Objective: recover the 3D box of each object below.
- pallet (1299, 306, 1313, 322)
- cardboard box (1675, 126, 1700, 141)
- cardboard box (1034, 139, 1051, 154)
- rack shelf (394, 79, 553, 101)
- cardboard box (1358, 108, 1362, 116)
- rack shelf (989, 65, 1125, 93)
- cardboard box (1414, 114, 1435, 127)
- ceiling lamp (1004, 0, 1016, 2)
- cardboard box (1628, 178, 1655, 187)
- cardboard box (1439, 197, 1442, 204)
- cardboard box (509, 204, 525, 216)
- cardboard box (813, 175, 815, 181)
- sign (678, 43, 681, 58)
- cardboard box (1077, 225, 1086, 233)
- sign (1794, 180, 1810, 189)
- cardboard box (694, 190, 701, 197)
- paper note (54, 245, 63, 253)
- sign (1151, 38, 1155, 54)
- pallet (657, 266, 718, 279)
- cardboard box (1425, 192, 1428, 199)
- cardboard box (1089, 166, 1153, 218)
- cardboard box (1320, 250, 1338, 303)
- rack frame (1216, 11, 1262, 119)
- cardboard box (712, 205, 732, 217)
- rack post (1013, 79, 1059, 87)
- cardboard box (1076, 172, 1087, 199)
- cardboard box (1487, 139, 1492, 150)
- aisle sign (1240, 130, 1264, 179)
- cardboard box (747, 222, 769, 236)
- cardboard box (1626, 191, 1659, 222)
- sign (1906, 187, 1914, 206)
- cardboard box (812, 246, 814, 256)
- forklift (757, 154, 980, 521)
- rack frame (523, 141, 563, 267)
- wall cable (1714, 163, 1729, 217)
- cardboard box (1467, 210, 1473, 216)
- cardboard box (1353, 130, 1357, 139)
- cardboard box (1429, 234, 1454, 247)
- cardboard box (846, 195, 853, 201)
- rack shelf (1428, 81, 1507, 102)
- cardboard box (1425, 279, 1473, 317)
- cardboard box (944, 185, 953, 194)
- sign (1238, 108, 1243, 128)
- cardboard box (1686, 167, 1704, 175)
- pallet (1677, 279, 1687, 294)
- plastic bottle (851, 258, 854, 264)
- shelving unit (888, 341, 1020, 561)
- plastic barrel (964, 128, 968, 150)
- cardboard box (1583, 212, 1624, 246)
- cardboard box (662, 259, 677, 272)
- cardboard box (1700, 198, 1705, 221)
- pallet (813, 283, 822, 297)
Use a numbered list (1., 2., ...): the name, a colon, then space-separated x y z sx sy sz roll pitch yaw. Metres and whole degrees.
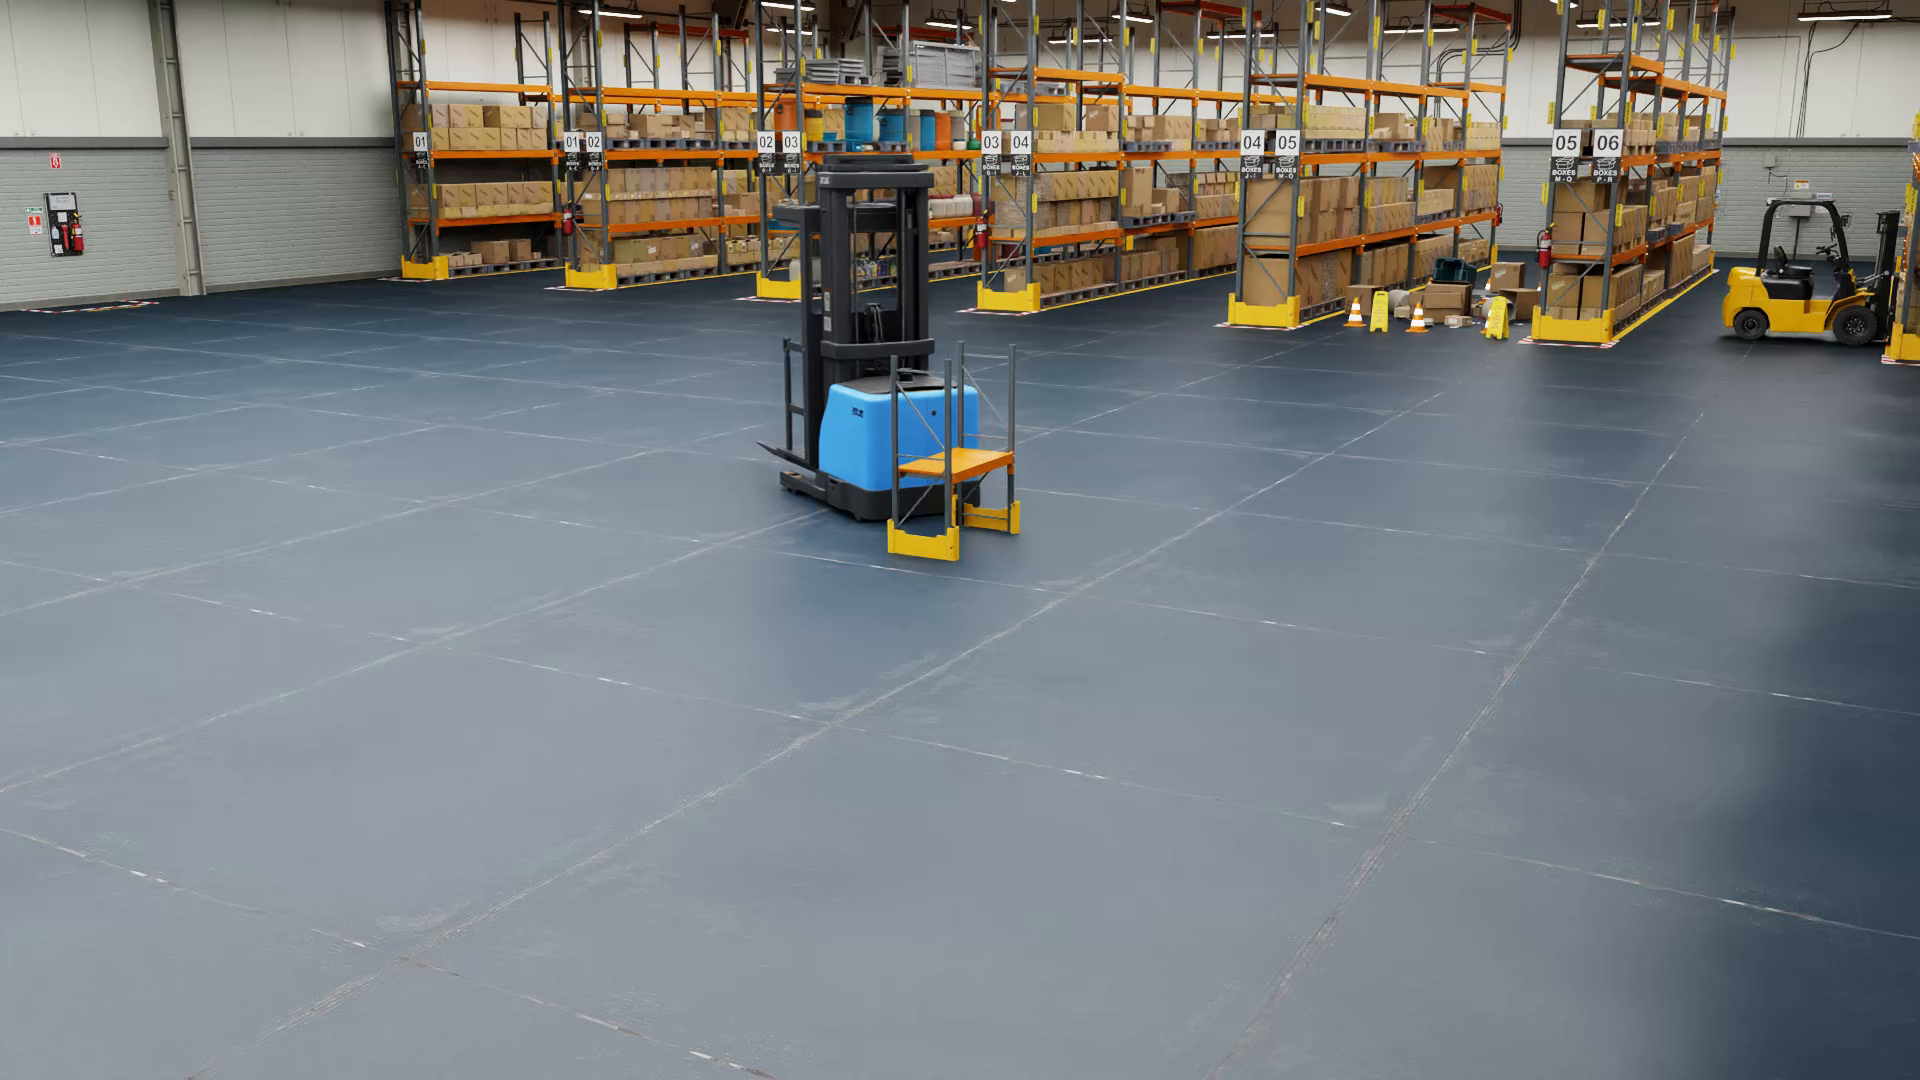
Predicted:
1. pallet: 5.472 -3.938 28.919 1.003 0.211 1.213 7 15 28
2. cardboard box: 15.094 -8.457 34.608 0.500 0.311 0.500 7 15 28
3. cardboard box: 1.320 -7.159 30.247 0.500 0.250 0.500 8 16 30
4. rack shelf: -11.181 -10.363 38.360 1.077 0.370 4.000 7 15 28
5. cardboard box: 7.067 -7.755 30.127 0.380 0.149 0.250 7 15 28
6. rack shelf: 1.827 -8.679 31.376 1.077 0.370 4.000 7 15 28
7. cardboard box: 9.796 -8.856 35.120 0.396 0.266 0.258 7 15 28
8. ceiling lamp: 0.843 -12.495 33.207 0.800 3.185 2.000 7 15 28
9. cardboard box: 13.424 -6.893 32.877 0.500 0.500 0.500 7 15 27
10. cardboard box: 10.431 -7.491 36.711 0.380 0.149 0.250 6 15 25
11. cardboard box: -10.655 -7.807 39.294 0.500 0.250 0.500 7 15 28
12. cardboard box: -4.651 -10.710 50.418 0.980 0.700 0.700 8 16 31
13. sign: -6.357 -11.116 37.778 0.100 0.325 0.005 7 15 28
14. cardboard box: 2.210 -6.019 32.135 0.380 0.149 0.250 7 15 28
15. sign: 21.796 -9.205 43.055 0.339 0.242 0.001 7 15 28
16. cardboard box: -6.065 -7.827 37.502 0.380 0.149 0.250 7 15 26
17. paper note: -16.841 -5.439 31.072 0.016 0.148 0.142 7 15 28
18. sign: 4.240 -10.855 36.527 0.100 0.325 0.005 7 15 28
19. pallet: -6.297 -6.134 38.025 1.003 0.211 1.213 7 15 28
20. cardboard box: 9.792 -7.366 35.558 0.380 0.149 0.250 7 15 26
21. cardboard box: 3.301 -7.167 34.187 1.000 1.000 1.000 7 15 28
22. cardboard box: 6.289 -4.807 30.208 0.875 0.875 0.875 8 15 28
23. rack frame: 6.662 -11.082 39.801 1.000 3.000 0.127 7 15 28
24. cardboard box: -5.676 -7.681 38.812 0.500 0.250 0.500 9 16 32
25. rack post: 1.891 -11.437 41.436 0.937 0.300 0.954 7 15 27
26. cardboard box: 2.090 -6.773 31.745 0.500 0.500 0.500 7 15 28
27. cardboard box: 12.408 -9.460 39.793 0.500 0.250 0.500 8 16 30
28. aisle sign: 4.857 -6.404 27.651 0.394 0.787 0.004 7 15 28
29. cardboard box: -5.895 -8.980 48.320 0.700 0.500 0.500 8 16 29
30. cardboard box: 11.947 -5.863 29.207 0.500 0.500 0.500 8 16 29
31. sign: 17.270 -6.245 30.234 0.100 0.325 0.005 7 15 28
32. cardboard box: -3.983 -7.200 41.470 0.500 0.250 0.500 8 16 29
33. forklift: -0.959 -1.877 14.567 1.130 2.935 3.031 -7 15 -27
34. rack frame: -10.214 -8.208 40.680 1.000 3.000 0.127 7 15 28
35. wall cable: 19.976 -9.532 43.938 0.585 1.953 0.123 7 15 28
36. cardboard box: 11.836 -7.703 39.123 0.380 0.149 0.250 8 16 29
37. cardboard box: 6.946 -7.315 30.001 0.380 0.149 0.250 8 16 29
38. cardboard box: 10.816 -6.755 37.491 0.500 0.250 0.500 7 15 27
39. cardboard box: -3.127 -9.029 42.976 0.700 0.500 0.500 11 17 38
40. rack shelf: 11.921 -10.559 39.171 1.077 0.370 4.000 7 15 28
41. cardboard box: 8.613 -4.273 29.396 0.797 0.637 0.503 7 15 28
42. cardboard box: -0.547 -9.827 47.181 0.500 0.500 0.500 8 15 28
43. sign: 4.685 -7.036 27.696 0.100 0.325 0.005 7 15 28
44. cardboard box: 16.087 -8.084 36.435 0.380 0.149 0.250 7 15 28
45. pallet: 14.441 -5.269 34.440 1.003 0.211 1.213 7 15 28
46. plastic bottle: -2.295 -5.893 35.791 0.144 0.351 0.185 8 16 30
47. shelving unit: -0.037 -0.713 12.793 0.587 1.500 1.083 7 15 28
48. plastic barrel: -0.026 -9.390 38.943 0.421 0.512 0.421 0 14 0
49. cardboard box: 10.007 -4.840 25.861 0.500 0.500 0.500 7 15 27
50. cardboard box: -6.629 -6.087 36.852 0.500 0.250 0.500 7 15 28
51. cardboard box: 16.040 -7.261 36.538 0.500 0.500 0.500 7 15 28
52. pallet: -3.082 -5.096 33.722 1.003 0.211 1.213 7 15 28
